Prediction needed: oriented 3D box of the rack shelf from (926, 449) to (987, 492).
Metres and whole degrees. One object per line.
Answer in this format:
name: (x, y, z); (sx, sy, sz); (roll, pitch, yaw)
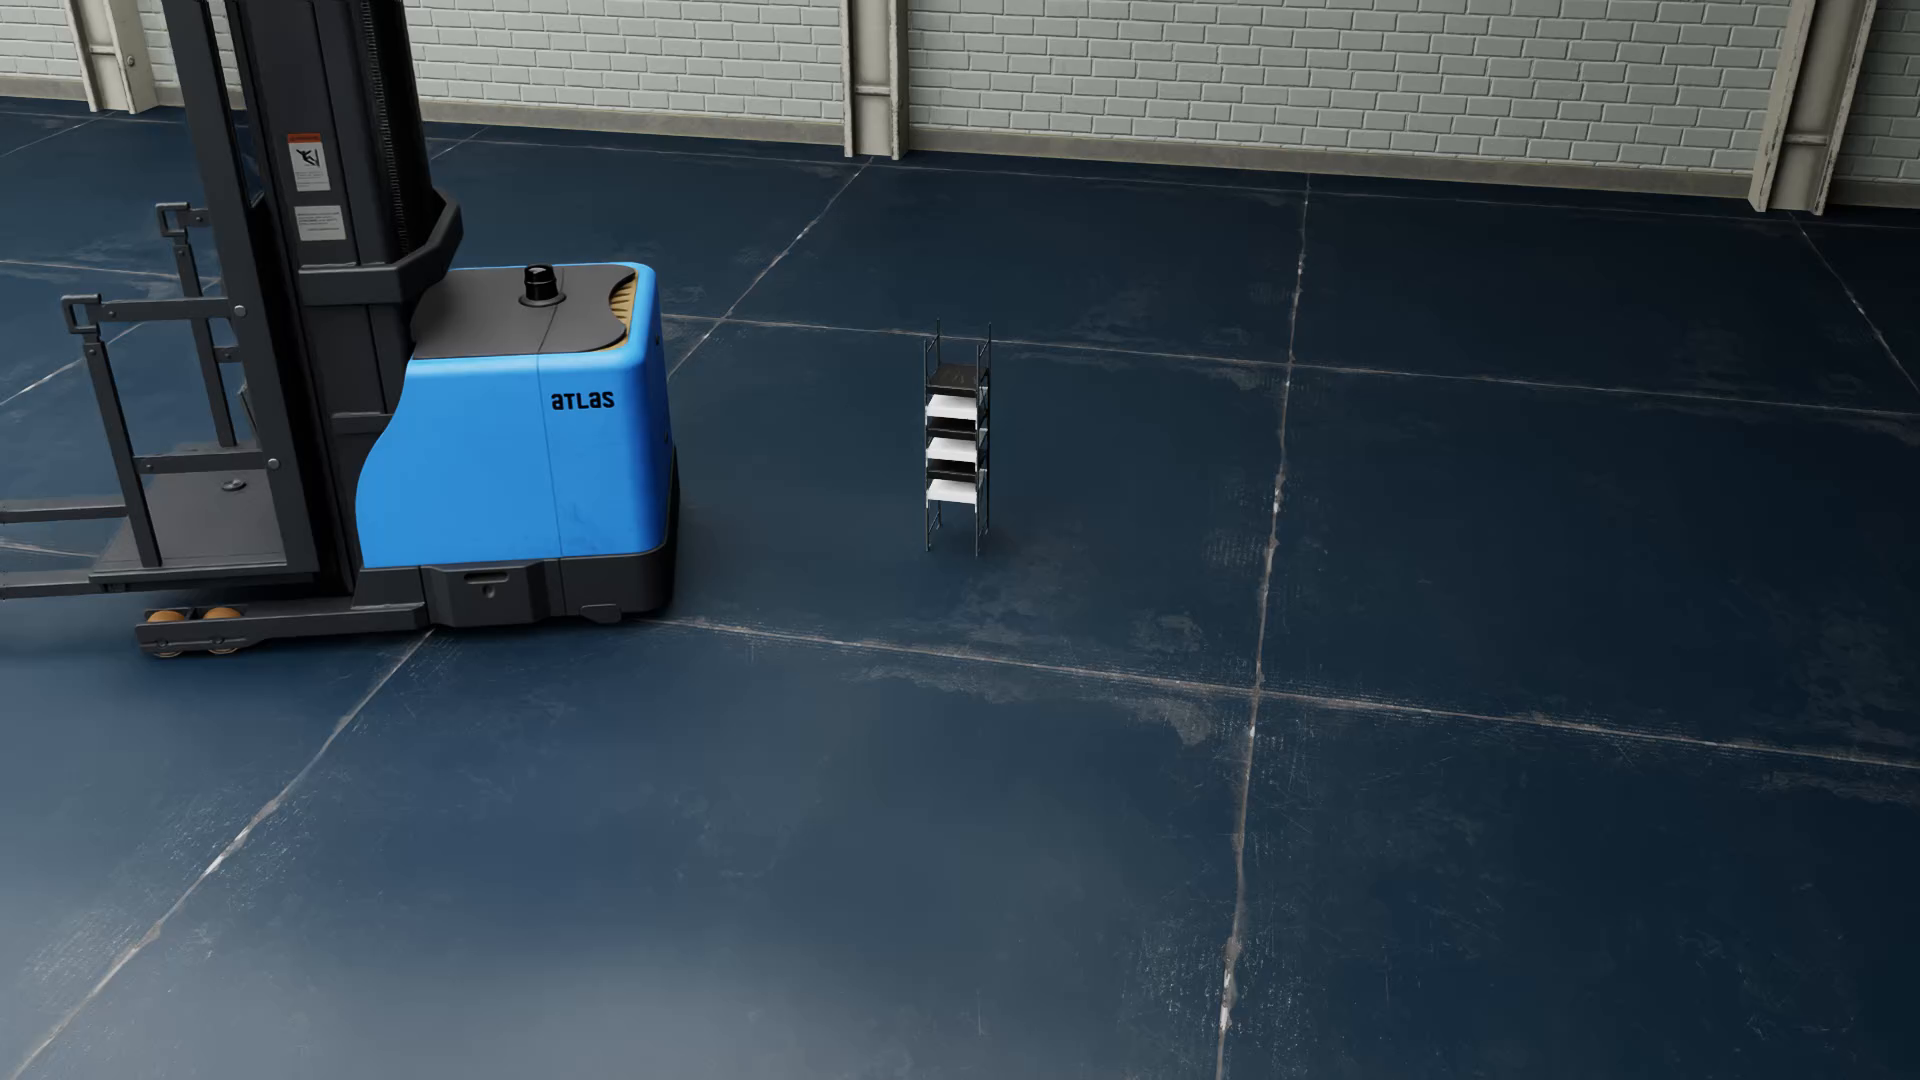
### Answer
rack shelf: (-0.008, -0.287, 6.595); (0.200, 0.077, 0.258); (6, 29, 11)

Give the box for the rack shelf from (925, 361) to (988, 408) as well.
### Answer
rack shelf: (-0.008, -0.603, 6.422); (0.200, 0.077, 0.258); (6, 29, 11)

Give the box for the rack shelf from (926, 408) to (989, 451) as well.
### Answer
rack shelf: (-0.008, -0.445, 6.508); (0.200, 0.077, 0.258); (6, 29, 11)

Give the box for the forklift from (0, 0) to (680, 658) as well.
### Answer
forklift: (-2.628, -1.132, 5.765); (3.031, 2.935, 1.130); (-3, 29, -6)

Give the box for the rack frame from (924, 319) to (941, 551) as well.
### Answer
rack frame: (-0.107, -0.406, 6.554); (0.006, 0.900, 0.240); (6, 29, 11)

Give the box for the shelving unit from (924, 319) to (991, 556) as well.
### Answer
shelving unit: (-0.008, -0.396, 6.535); (0.210, 0.900, 0.258); (6, 29, 11)

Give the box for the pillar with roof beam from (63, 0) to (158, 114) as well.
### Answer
pillar with roof beam: (-7.350, -5.268, 7.002); (0.400, 9.000, 9.100); (6, 29, 11)

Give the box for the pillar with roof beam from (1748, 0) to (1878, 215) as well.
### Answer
pillar with roof beam: (4.385, -4.065, 4.804); (0.400, 9.000, 9.100); (6, 29, 11)

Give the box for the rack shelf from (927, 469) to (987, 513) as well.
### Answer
rack shelf: (-0.008, -0.208, 6.638); (0.200, 0.077, 0.258); (6, 29, 11)

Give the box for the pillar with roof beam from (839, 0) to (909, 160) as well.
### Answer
pillar with roof beam: (-1.482, -4.666, 5.903); (0.400, 9.000, 9.100); (6, 29, 11)

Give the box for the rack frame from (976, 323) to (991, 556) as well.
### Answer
rack frame: (0.091, -0.385, 6.517); (0.006, 0.900, 0.240); (6, 29, 11)

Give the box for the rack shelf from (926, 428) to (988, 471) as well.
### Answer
rack shelf: (-0.008, -0.366, 6.551); (0.200, 0.077, 0.258); (6, 29, 11)

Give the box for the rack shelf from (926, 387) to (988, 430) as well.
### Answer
rack shelf: (-0.008, -0.524, 6.465); (0.200, 0.077, 0.258); (6, 29, 11)
